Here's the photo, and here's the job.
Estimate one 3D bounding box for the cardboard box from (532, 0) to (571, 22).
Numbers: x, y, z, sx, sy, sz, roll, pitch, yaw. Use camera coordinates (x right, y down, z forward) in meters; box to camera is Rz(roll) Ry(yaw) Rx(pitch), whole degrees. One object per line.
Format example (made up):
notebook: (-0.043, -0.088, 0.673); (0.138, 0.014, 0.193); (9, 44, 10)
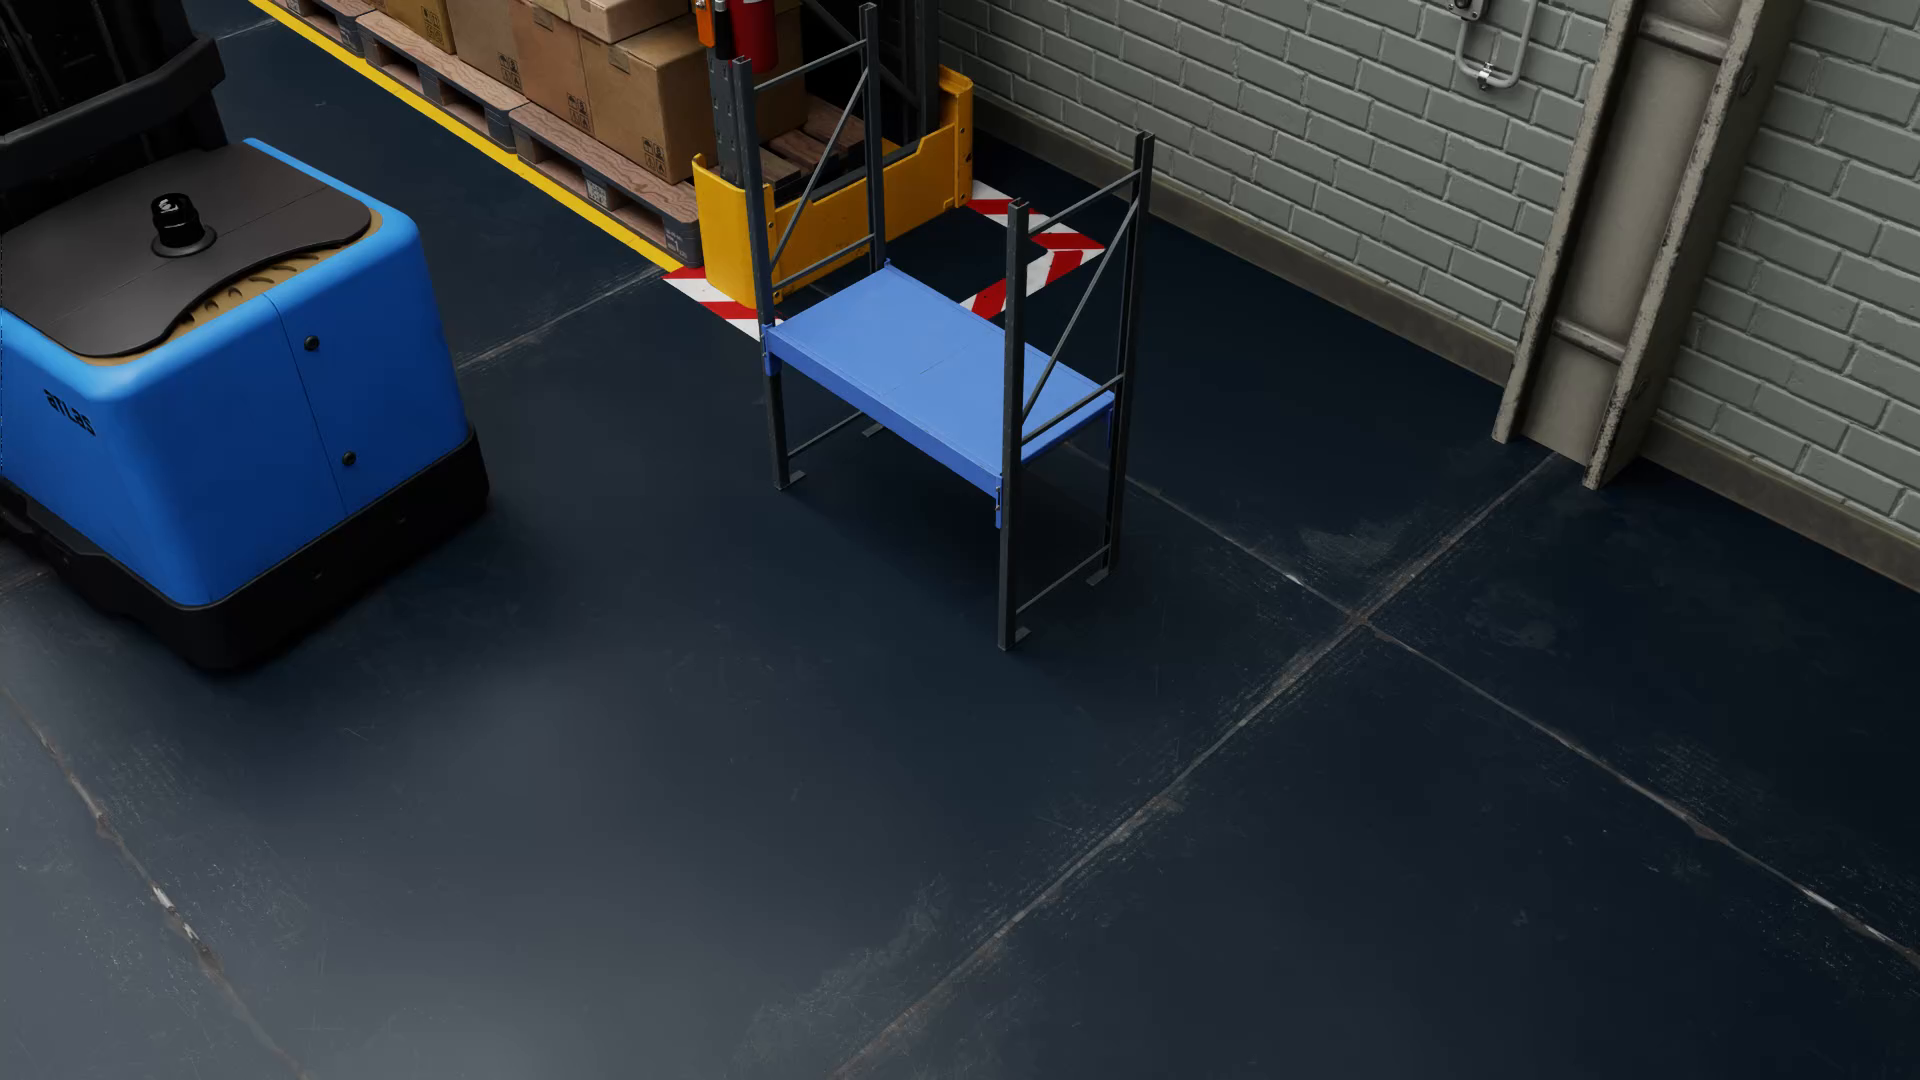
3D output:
cardboard box: (-1.441, -2.171, 6.444); (0.380, 0.149, 0.250); (-33, 52, -30)

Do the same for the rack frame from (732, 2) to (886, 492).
rack frame: (-0.419, -0.836, 5.050); (0.500, 1.500, 0.032); (-34, 53, -31)

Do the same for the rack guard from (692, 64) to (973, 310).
rack guard: (-0.458, -1.382, 6.377); (1.175, 0.500, 0.348); (-34, 53, -31)

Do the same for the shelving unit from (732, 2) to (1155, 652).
shelving unit: (-0.060, -0.592, 4.785); (0.538, 1.500, 1.048); (-34, 53, -31)

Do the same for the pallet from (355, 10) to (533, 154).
pallet: (-1.953, -2.220, 7.497); (1.003, 0.211, 1.213); (-34, 53, -31)

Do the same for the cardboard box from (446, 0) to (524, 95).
cardboard box: (-1.749, -2.318, 7.081); (0.500, 0.500, 0.700); (32, 52, 30)

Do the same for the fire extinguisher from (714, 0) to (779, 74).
fire extinguisher: (-0.695, -1.853, 5.376); (0.296, 0.674, 0.183); (-34, 53, -31)

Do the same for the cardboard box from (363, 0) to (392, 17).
cardboard box: (-2.492, -2.818, 7.622); (0.500, 0.500, 0.700); (34, 52, 31)

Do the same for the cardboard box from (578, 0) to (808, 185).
cardboard box: (-1.040, -1.836, 6.559); (0.700, 0.500, 0.500); (-34, 53, -31)

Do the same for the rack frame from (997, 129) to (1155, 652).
rack frame: (0.299, -0.348, 4.521); (0.500, 1.500, 0.032); (-34, 53, -31)

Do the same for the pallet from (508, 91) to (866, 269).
pallet: (-1.095, -1.634, 6.863); (1.003, 0.211, 1.213); (-34, 53, -31)

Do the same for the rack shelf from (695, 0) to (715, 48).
rack shelf: (-1.888, -3.008, 6.825); (1.077, 0.370, 4.000); (-34, 53, -31)

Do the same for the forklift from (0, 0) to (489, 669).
forklift: (-2.983, -1.533, 4.749); (3.031, 2.935, 1.130); (27, 49, 27)

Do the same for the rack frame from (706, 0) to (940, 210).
rack frame: (-0.475, -2.312, 5.541); (1.000, 3.000, 0.127); (-34, 53, -31)

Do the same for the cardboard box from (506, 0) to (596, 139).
cardboard box: (-1.394, -2.077, 6.819); (0.500, 0.500, 0.700); (34, 53, 31)

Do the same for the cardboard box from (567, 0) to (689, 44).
cardboard box: (-1.260, -2.049, 6.311); (0.250, 0.149, 0.380); (34, 52, 31)

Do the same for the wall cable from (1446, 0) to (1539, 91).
wall cable: (1.099, -2.523, 5.021); (0.084, 1.984, 1.851); (-34, 53, -31)

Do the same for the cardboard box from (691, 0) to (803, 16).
cardboard box: (-0.810, -2.110, 6.378); (0.380, 0.149, 0.250); (-34, 52, -31)

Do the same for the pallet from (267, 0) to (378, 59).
pallet: (-2.818, -2.807, 8.132); (1.003, 0.211, 1.213); (-34, 53, -31)

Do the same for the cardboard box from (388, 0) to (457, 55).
cardboard box: (-2.131, -2.571, 7.354); (0.700, 0.500, 0.500); (-33, 52, -30)

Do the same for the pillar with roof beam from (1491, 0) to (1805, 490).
pillar with roof beam: (-1.004, -1.569, 0.317); (9.100, 9.000, 0.400); (-34, 53, -31)

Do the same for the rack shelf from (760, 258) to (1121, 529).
rack shelf: (-0.060, -0.460, 4.907); (0.538, 0.185, 1.000); (-34, 53, -31)
